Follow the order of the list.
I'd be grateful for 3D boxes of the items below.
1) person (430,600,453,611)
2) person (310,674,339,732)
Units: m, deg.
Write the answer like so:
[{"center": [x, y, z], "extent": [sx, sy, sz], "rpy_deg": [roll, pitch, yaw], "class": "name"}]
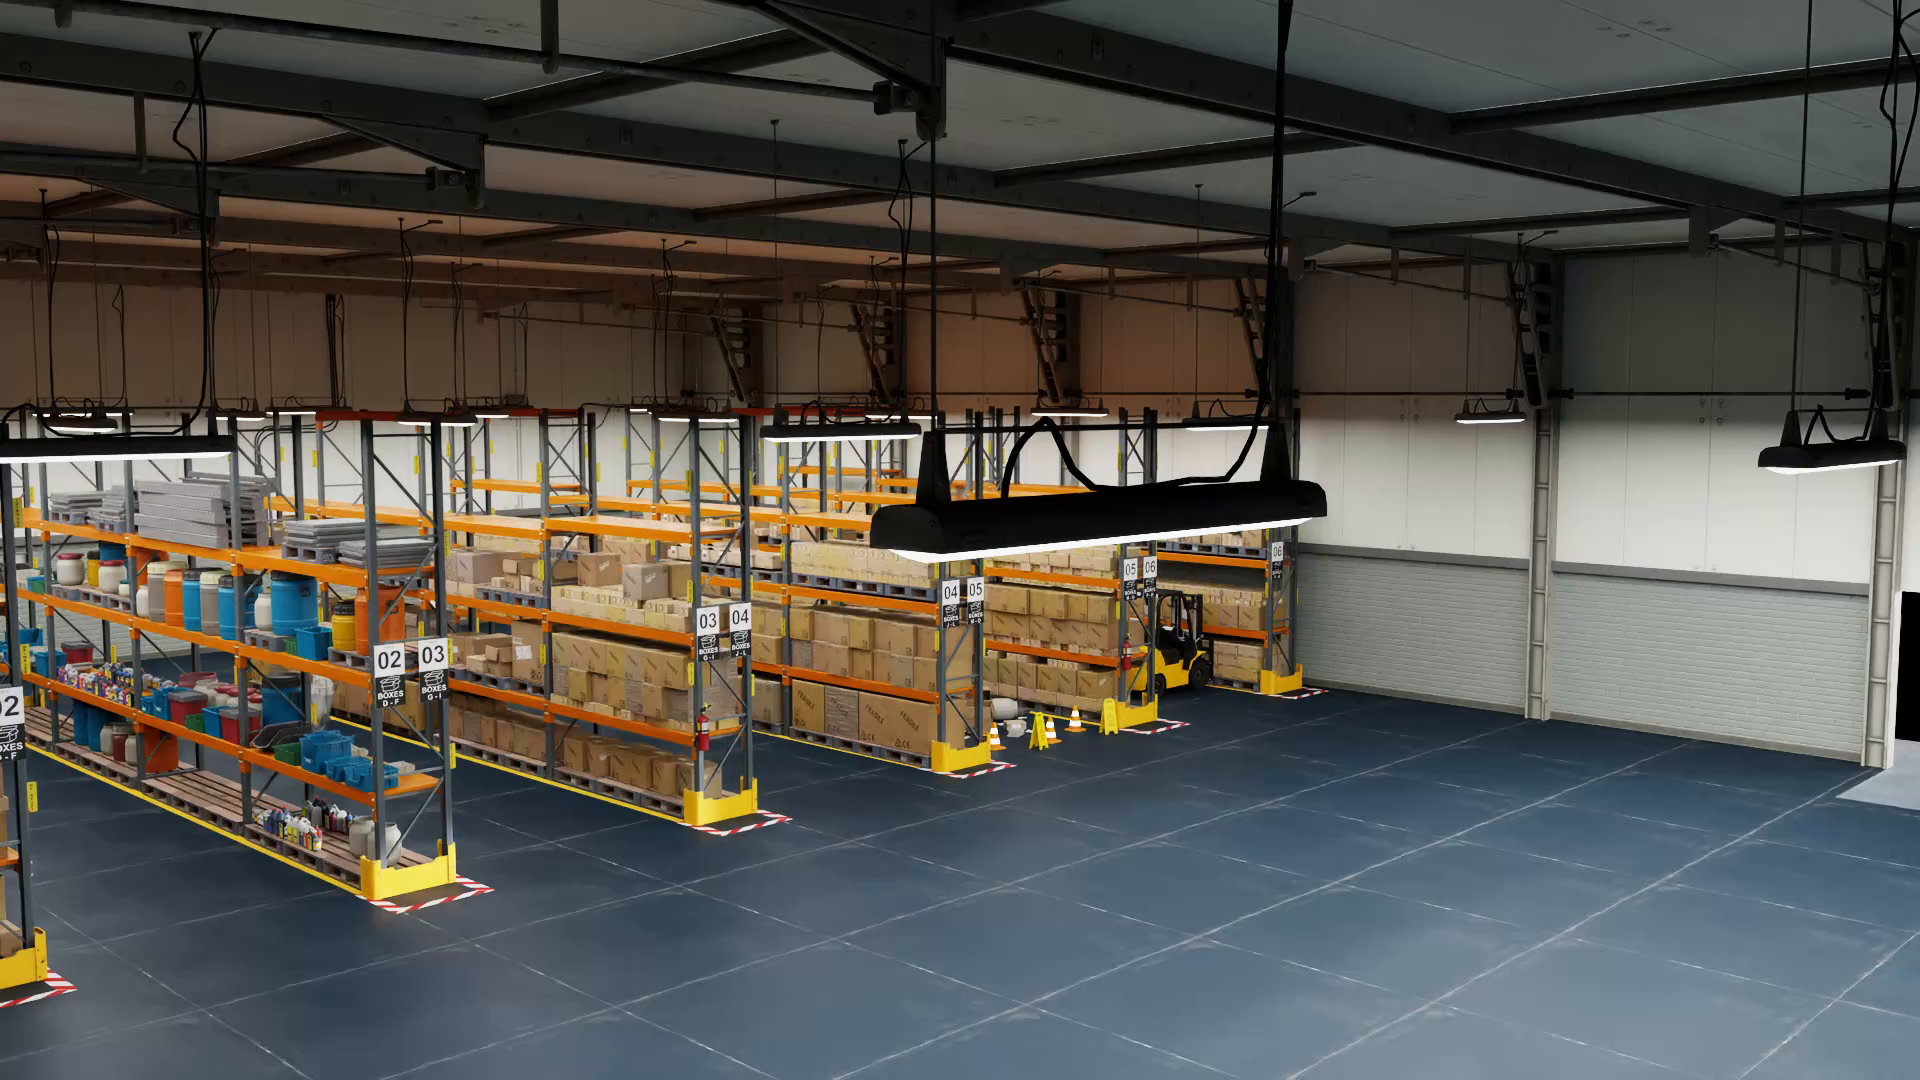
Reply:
[{"center": [-12.450, 1.940, 39.860], "extent": [0.687, 1.762, 0.800], "rpy_deg": [2, 5, 22], "class": "person"}, {"center": [-11.581, 2.837, 30.252], "extent": [0.611, 1.702, 0.703], "rpy_deg": [-5, 7, -44], "class": "person"}]
